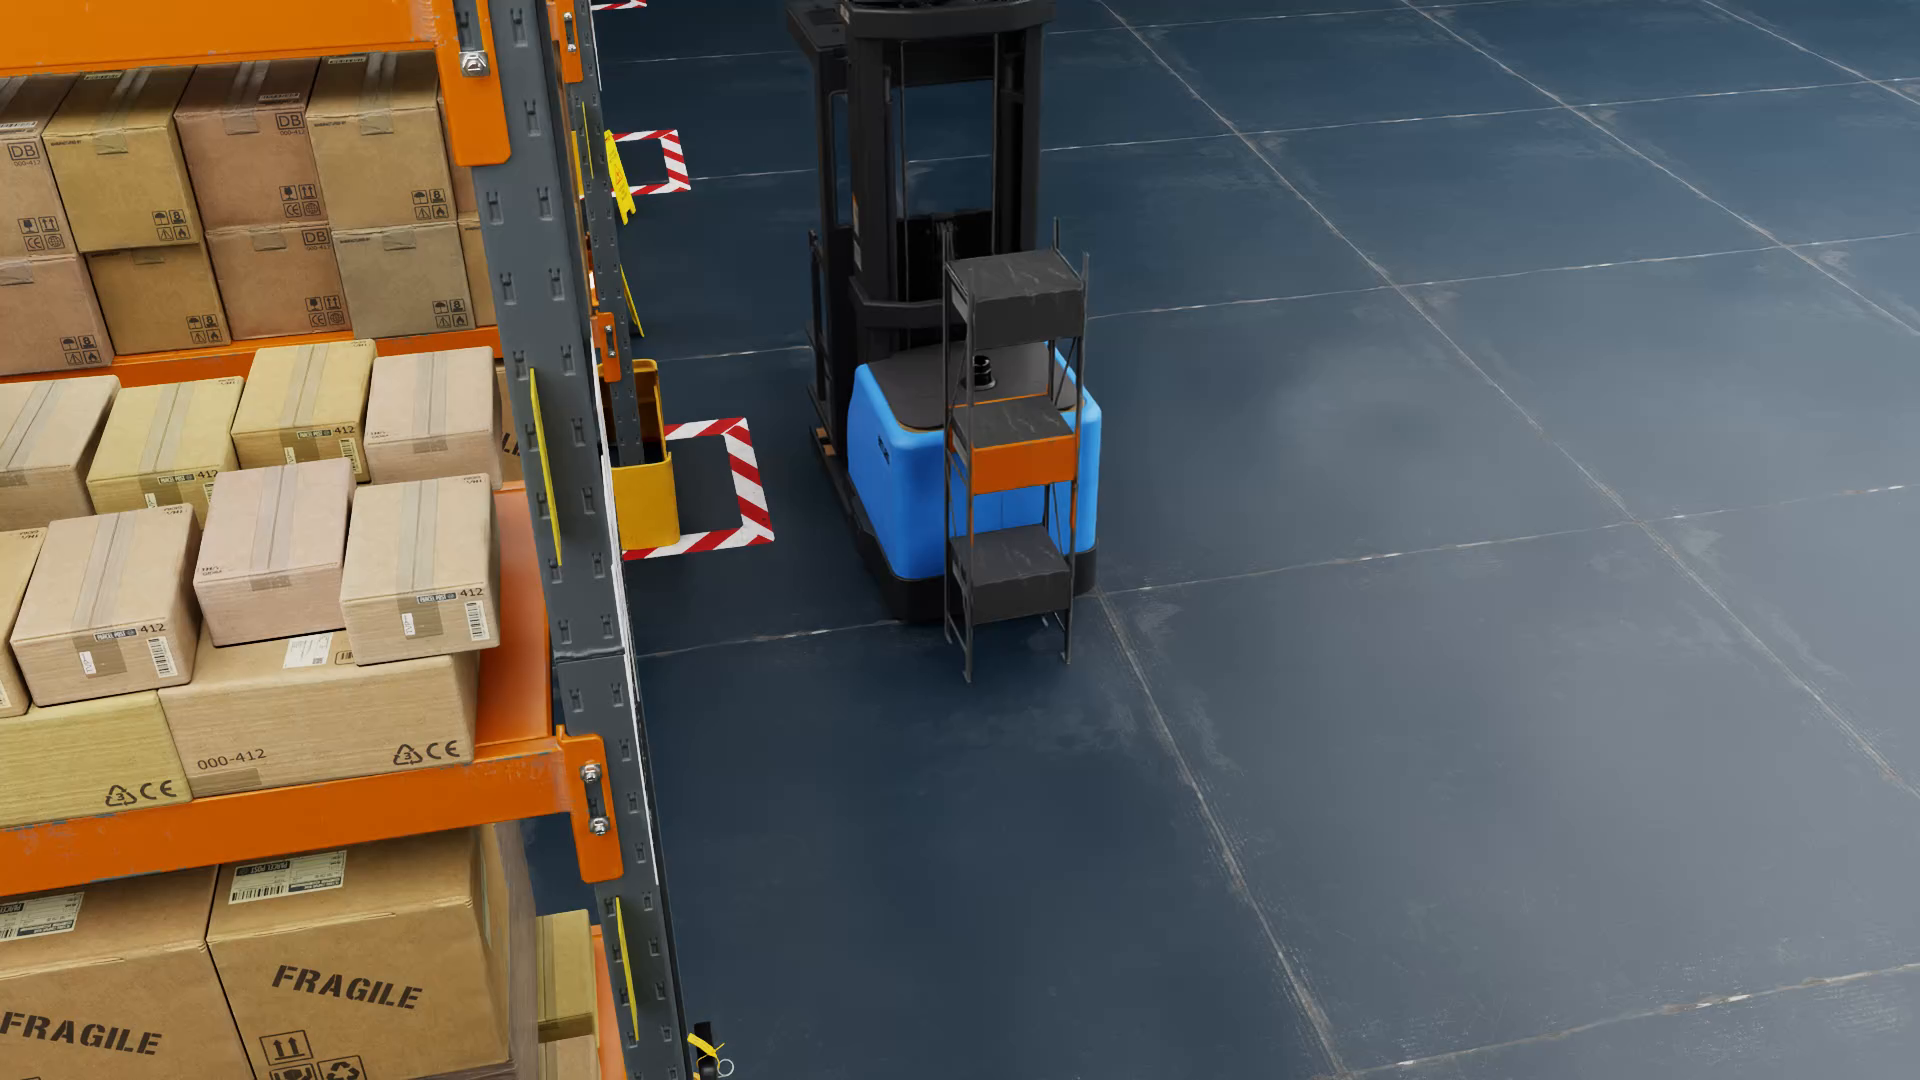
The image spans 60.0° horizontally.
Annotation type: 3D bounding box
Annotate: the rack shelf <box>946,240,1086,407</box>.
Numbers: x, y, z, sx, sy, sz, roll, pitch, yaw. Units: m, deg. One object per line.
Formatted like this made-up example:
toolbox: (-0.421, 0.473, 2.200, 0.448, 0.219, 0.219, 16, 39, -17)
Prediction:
rack shelf: (0.223, -0.915, 6.996, 0.480, 0.518, 0.431, -9, 35, -13)

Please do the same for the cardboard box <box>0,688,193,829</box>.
cardboard box: (-1.687, 0.269, 3.100, 0.500, 0.250, 0.500, -7, 34, -10)

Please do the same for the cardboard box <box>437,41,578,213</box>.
cardboard box: (-2.152, -2.003, 7.938, 0.550, 0.550, 0.875, -7, 35, -11)

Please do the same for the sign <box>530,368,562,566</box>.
sign: (-0.683, -0.117, 2.746, 0.005, 0.325, 0.100, -7, 35, -11)

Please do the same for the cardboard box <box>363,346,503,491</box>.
cardboard box: (-1.106, -0.249, 3.514, 0.250, 0.149, 0.380, -7, 35, -11)

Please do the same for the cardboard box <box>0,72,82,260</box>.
cardboard box: (-4.248, -1.684, 7.465, 0.550, 0.550, 0.875, -7, 35, -11)

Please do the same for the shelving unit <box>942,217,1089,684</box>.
shelving unit: (0.223, -0.346, 7.380, 0.503, 2.100, 0.431, -9, 35, -13)

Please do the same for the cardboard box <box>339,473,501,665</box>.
cardboard box: (-0.988, 0.047, 3.073, 0.250, 0.149, 0.380, -7, 35, -11)

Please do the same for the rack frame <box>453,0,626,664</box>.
rack frame: (-0.786, -1.299, 2.610, 0.127, 3.000, 1.000, -7, 35, -11)

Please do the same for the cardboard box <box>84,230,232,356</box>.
cardboard box: (-3.747, -1.341, 7.921, 0.500, 0.550, 0.875, -7, 35, -11)

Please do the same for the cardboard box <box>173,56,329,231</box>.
cardboard box: (-3.245, -1.890, 7.770, 0.550, 0.550, 0.875, -7, 35, -11)

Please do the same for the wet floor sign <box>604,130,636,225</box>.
wet floor sign: (-2.551, -2.658, 12.133, 0.232, 0.644, 0.267, 4, 34, 6)

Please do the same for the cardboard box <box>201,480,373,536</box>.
cardboard box: (-1.313, -0.073, 3.609, 0.500, 0.250, 0.500, -6, 34, -9)

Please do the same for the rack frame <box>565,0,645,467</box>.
rack frame: (-1.782, -1.516, 8.318, 0.127, 3.000, 1.000, -7, 35, -11)

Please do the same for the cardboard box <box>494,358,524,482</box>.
cardboard box: (-2.429, -0.689, 8.615, 0.875, 0.875, 0.875, -7, 34, -10)

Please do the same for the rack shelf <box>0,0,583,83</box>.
rack shelf: (-3.733, -2.217, 7.316, 4.000, 0.370, 1.077, -7, 35, -11)

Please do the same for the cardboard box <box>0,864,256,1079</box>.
cardboard box: (-1.755, 0.878, 3.496, 0.500, 0.500, 0.500, -7, 35, -11)

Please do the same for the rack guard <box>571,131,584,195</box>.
rack guard: (-3.046, -3.147, 12.991, 0.348, 0.500, 1.175, -7, 35, -11)

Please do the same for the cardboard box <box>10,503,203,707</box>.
cardboard box: (-1.511, 0.108, 2.982, 0.250, 0.149, 0.380, -9, 35, -13)

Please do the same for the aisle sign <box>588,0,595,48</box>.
aisle sign: (-1.779, -2.768, 7.849, 0.004, 0.787, 0.394, -7, 35, -11)

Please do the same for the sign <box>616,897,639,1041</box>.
sign: (-0.683, 0.884, 3.418, 0.005, 0.325, 0.100, -7, 35, -11)

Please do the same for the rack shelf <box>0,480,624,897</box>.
rack shelf: (-2.737, 0.491, 3.280, 4.000, 0.370, 1.077, -7, 35, -11)

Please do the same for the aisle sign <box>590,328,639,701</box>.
aisle sign: (-0.792, -0.058, 3.812, 0.004, 0.787, 0.394, -7, 35, -11)

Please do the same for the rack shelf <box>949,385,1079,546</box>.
rack shelf: (0.223, -0.334, 7.388, 0.480, 0.518, 0.431, -9, 35, -13)

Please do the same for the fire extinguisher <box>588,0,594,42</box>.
fire extinguisher: (-2.759, -3.926, 11.978, 0.183, 0.674, 0.296, -7, 35, -11)

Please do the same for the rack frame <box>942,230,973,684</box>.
rack frame: (-0.011, -0.308, 7.323, 0.015, 2.100, 0.400, -9, 35, -13)

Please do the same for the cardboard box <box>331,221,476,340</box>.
cardboard box: (-2.665, -1.429, 8.053, 0.550, 0.550, 0.875, -7, 35, -11)

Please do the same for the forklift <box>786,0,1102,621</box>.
forklift: (-0.221, -1.641, 8.565, 1.130, 2.935, 3.031, -9, 35, -13)

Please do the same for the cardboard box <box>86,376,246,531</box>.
cardboard box: (-1.599, -0.172, 3.399, 0.250, 0.149, 0.380, -8, 35, -11)

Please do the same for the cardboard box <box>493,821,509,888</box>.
cardboard box: (-1.383, 0.531, 4.013, 0.500, 0.500, 0.500, -7, 35, -11)

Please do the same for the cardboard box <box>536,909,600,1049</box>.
cardboard box: (-1.117, 1.202, 4.493, 0.250, 0.149, 0.380, -7, 35, -11)
